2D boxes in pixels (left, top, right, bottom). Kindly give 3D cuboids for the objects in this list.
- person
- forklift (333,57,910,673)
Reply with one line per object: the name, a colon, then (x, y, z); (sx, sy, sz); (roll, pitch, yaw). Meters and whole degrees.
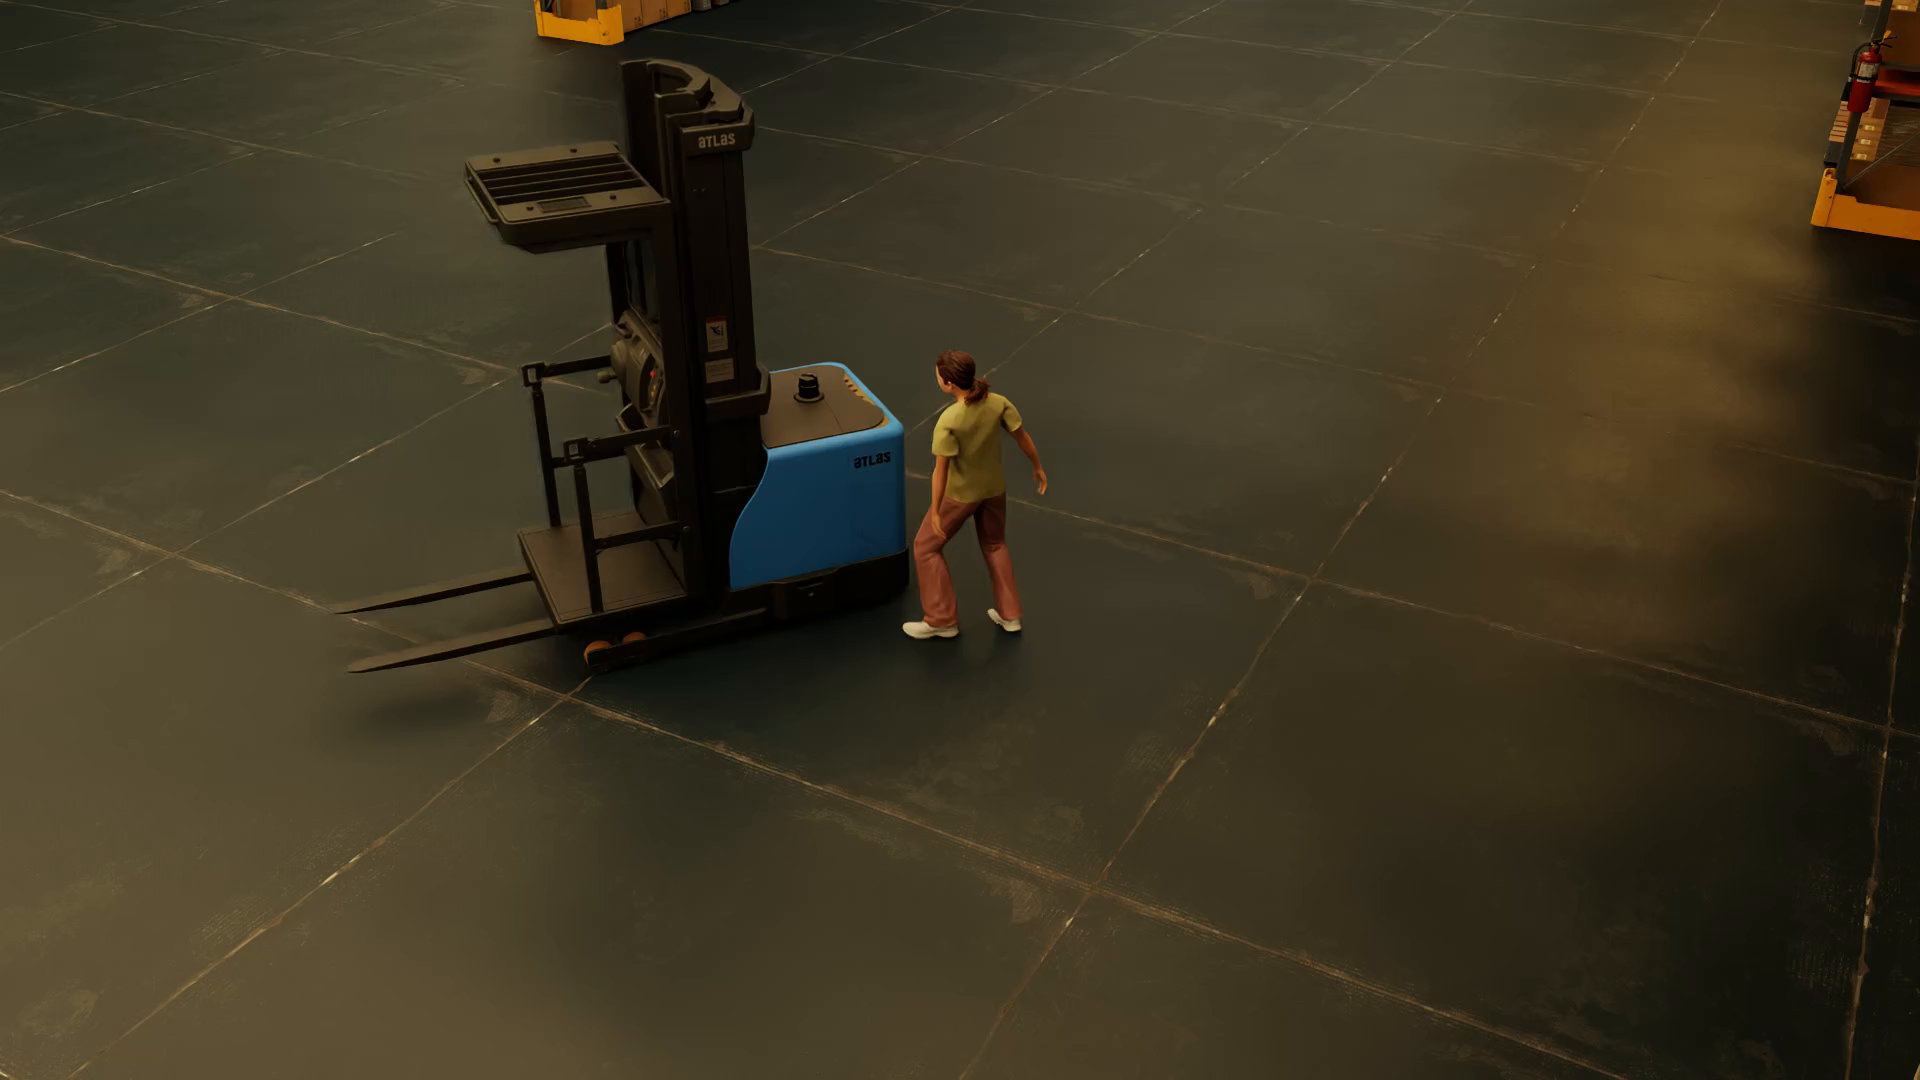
person: (0.091, -0.226, 8.817); (0.814, 1.648, 0.443); (-16, 33, -25)
forklift: (-1.848, -0.871, 8.580); (3.031, 2.935, 1.130); (-13, 32, -21)
